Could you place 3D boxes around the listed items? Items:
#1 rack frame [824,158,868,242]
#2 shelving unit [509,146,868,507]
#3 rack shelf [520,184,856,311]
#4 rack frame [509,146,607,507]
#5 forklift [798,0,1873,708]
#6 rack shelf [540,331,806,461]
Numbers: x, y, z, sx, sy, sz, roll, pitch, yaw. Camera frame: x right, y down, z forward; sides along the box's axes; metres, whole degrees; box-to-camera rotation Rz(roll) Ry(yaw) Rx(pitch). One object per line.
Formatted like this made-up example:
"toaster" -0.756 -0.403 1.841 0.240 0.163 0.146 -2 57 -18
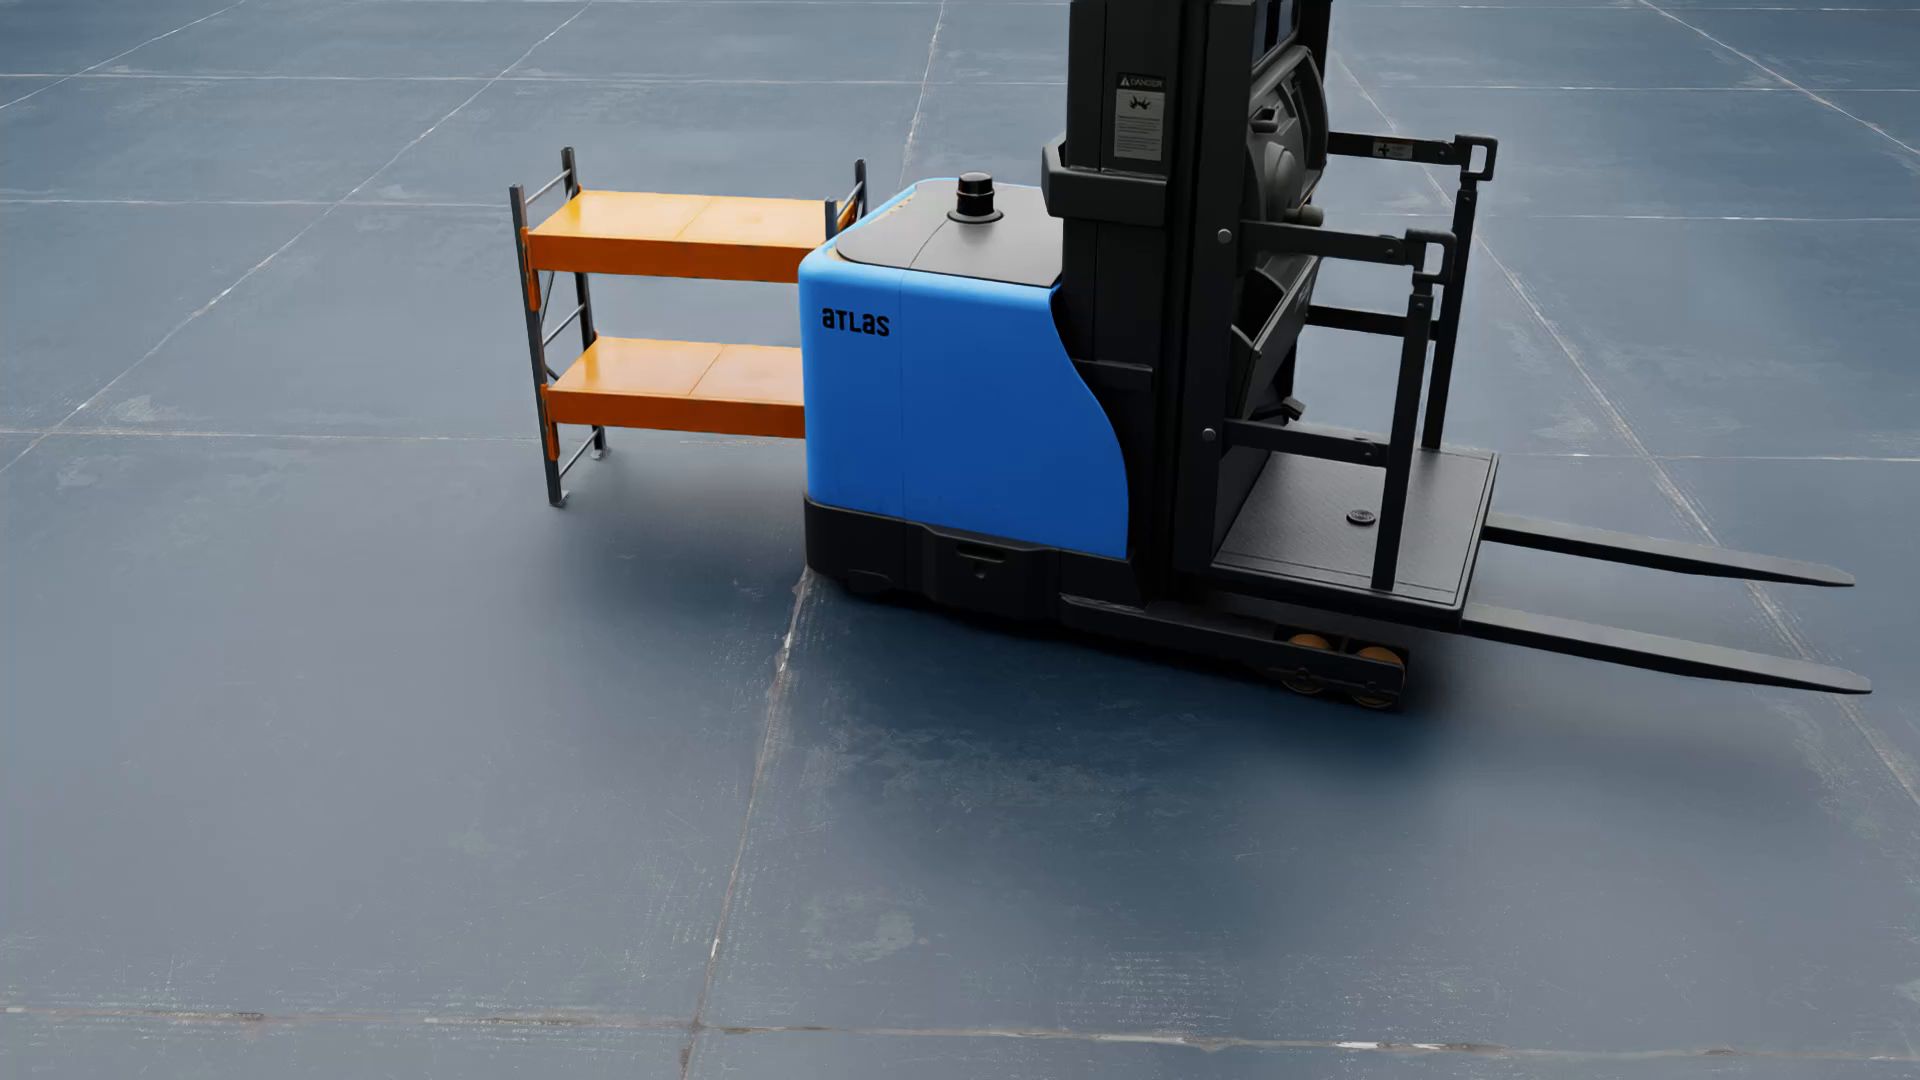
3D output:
"rack frame" -0.364 -0.657 5.581 0.032 1.125 0.500 4 28 8
"shelving unit" -0.867 -0.693 5.649 1.048 1.125 0.538 4 28 8
"rack shelf" -0.867 -0.952 5.512 1.000 0.278 0.538 4 28 8
"rack frame" -1.369 -0.730 5.717 0.032 1.125 0.500 4 28 8
"forklift" 1.084 -1.108 4.502 3.031 2.935 1.130 10 30 19
"rack shelf" -0.867 -0.477 5.763 1.000 0.278 0.538 4 28 8
